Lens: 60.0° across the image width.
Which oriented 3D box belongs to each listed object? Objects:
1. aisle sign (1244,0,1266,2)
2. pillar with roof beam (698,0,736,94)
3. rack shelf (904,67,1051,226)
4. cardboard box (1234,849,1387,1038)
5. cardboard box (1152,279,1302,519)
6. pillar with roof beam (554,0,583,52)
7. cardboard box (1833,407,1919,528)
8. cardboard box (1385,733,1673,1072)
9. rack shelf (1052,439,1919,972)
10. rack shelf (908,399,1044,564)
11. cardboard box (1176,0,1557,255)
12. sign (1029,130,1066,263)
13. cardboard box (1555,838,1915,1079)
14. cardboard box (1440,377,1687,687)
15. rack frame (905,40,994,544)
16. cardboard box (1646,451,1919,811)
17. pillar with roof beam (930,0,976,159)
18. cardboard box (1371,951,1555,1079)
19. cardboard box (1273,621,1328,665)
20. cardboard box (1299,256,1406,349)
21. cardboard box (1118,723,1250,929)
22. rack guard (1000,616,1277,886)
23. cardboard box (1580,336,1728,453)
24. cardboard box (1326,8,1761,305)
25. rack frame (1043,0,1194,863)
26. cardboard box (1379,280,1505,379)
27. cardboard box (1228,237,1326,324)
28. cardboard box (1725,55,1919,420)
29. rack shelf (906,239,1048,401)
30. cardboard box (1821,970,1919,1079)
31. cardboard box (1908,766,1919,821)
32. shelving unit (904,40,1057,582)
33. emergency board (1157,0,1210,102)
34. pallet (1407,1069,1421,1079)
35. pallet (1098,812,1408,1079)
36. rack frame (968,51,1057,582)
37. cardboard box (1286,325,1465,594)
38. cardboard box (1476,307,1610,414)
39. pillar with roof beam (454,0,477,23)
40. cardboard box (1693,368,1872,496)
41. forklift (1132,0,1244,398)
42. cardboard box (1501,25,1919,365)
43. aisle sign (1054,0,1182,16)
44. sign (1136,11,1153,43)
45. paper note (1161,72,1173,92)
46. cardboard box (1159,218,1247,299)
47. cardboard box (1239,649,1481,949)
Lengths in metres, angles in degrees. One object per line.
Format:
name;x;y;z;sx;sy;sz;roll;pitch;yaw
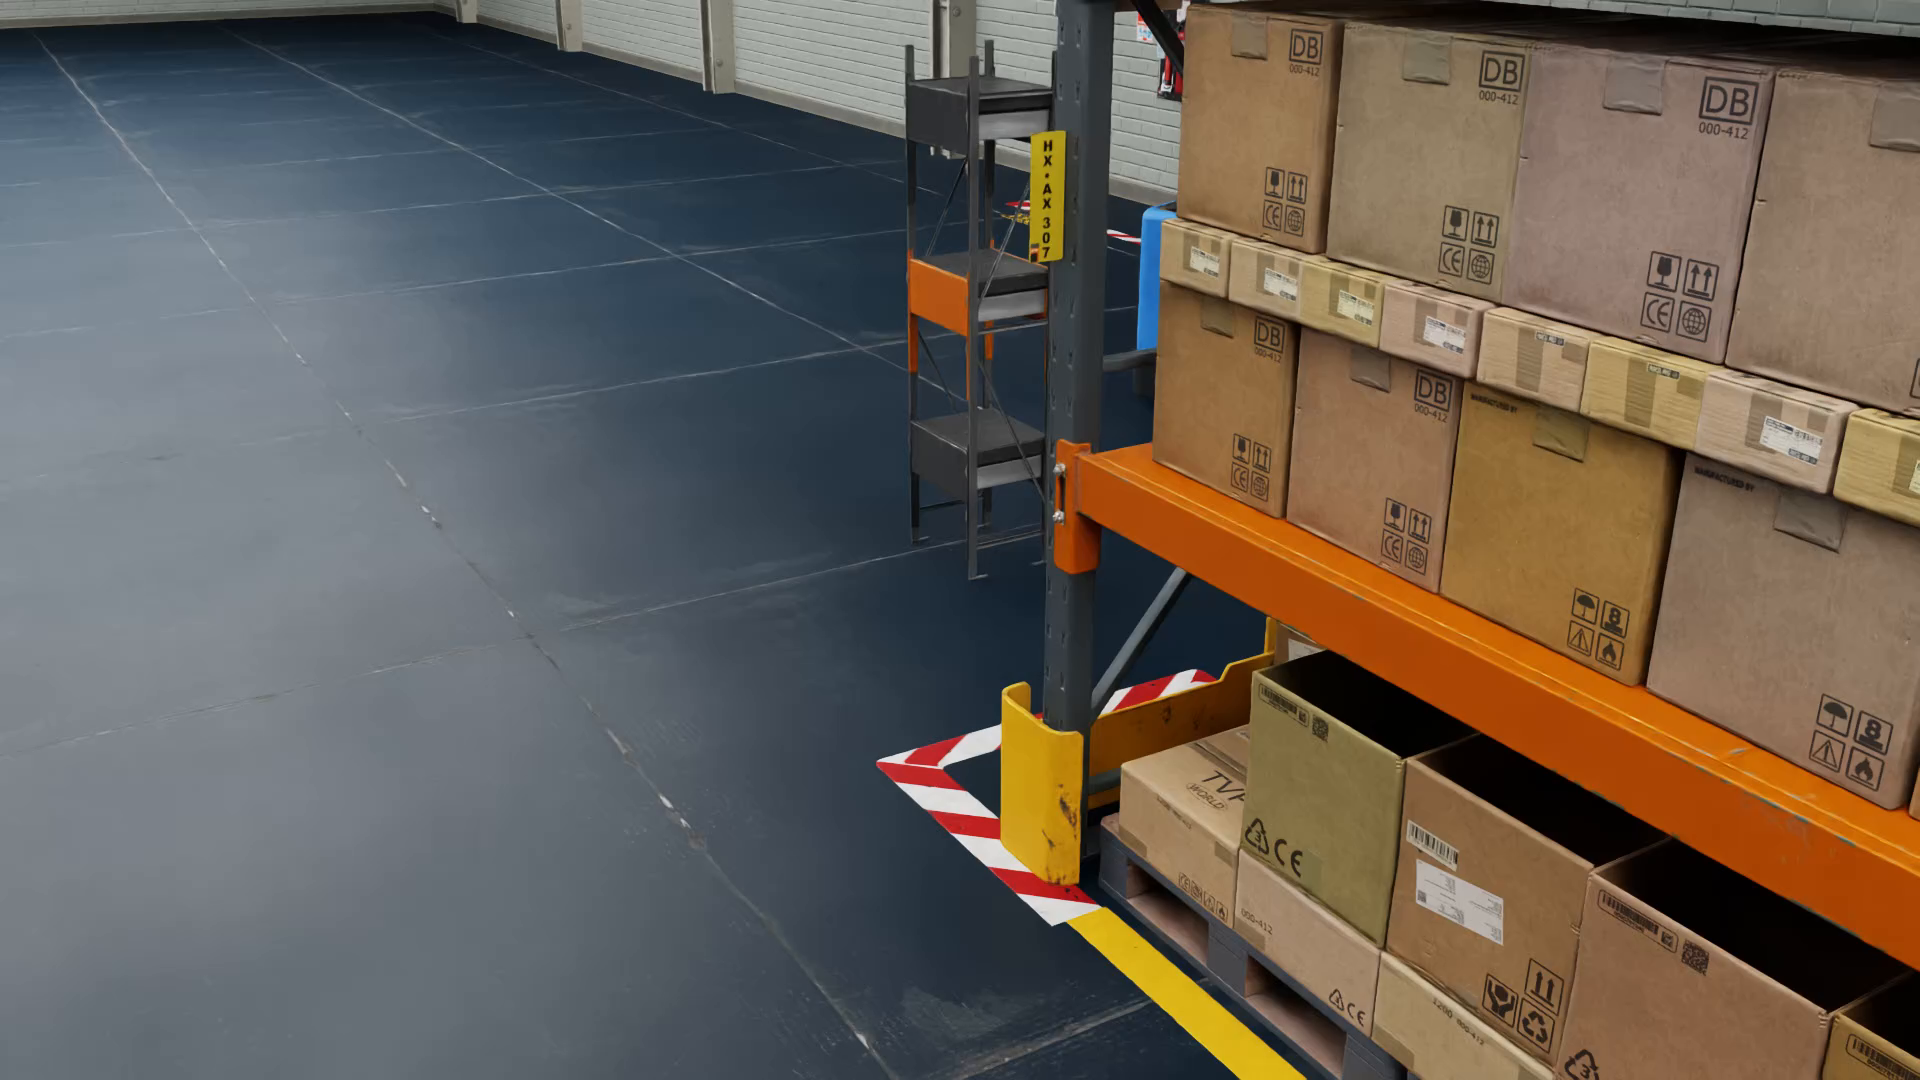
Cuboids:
aisle sign;0.920;-1.816;4.343;0.394;0.787;0.004;-13;25;-28
pillar with roof beam;-6.837;-9.205;18.008;9.100;9.000;0.400;-13;25;-28
rack shelf;0.085;-1.555;6.526;0.431;0.518;0.480;-13;25;-28
cardboard box;1.042;0.923;4.151;0.500;0.250;0.500;-13;25;-28
cardboard box;0.928;-0.426;4.244;0.700;0.500;0.500;-13;25;-28
pillar with roof beam;-9.902;-11.148;22.787;9.100;9.000;0.400;-13;25;-28
cardboard box;1.635;-0.129;2.651;0.380;0.149;0.250;-12;25;-27
cardboard box;1.307;0.735;3.616;0.500;0.500;0.500;-13;25;-28
rack shelf;1.722;0.447;3.183;1.077;0.370;4.000;-13;25;-28
rack shelf;0.085;-0.258;7.053;0.431;0.518;0.480;-13;25;-28
cardboard box;0.955;-1.010;3.958;0.700;0.500;0.500;-13;25;-28
sign;0.221;-0.867;4.205;0.100;0.325;0.005;-13;25;-28
cardboard box;1.547;0.901;3.210;0.500;0.500;0.500;-13;25;-28
cardboard box;1.449;-0.095;3.430;0.700;0.500;0.500;-12;25;-28
rack frame;-0.040;-0.998;6.979;0.400;2.100;0.015;-13;25;-28
cardboard box;1.721;0.074;3.012;0.700;0.500;0.500;-12;25;-27
pillar with roof beam;-3.772;-7.263;13.230;9.100;9.000;0.400;-13;25;-28
cardboard box;1.297;1.085;3.752;0.500;0.250;0.500;-13;25;-28
cardboard box;1.231;0.315;4.652;0.500;0.500;0.500;-13;25;-28
cardboard box;0.980;-0.546;3.677;0.380;0.149;0.250;-12;25;-28
cardboard box;0.783;0.762;4.547;0.500;0.250;0.500;-13;25;-28
rack guard;0.689;0.617;5.131;1.175;0.500;0.348;-13;25;-28
cardboard box;1.376;-0.296;3.061;0.380;0.149;0.250;-13;25;-29
cardboard box;1.229;-0.841;3.541;0.700;0.500;0.500;-13;26;-30
rack frame;0.701;-0.534;4.641;1.000;3.000;0.127;-13;25;-28
cardboard box;1.107;-0.464;3.475;0.380;0.149;0.250;-13;26;-29
cardboard box;0.853;-0.627;3.876;0.380;0.149;0.250;-13;26;-30
cardboard box;1.743;-0.516;2.741;0.700;0.500;0.500;-13;25;-28
rack shelf;0.085;-0.906;6.789;0.431;0.518;0.480;-13;25;-28
cardboard box;1.815;1.060;2.819;0.500;0.500;0.500;-13;25;-28
cardboard box;1.984;0.240;2.605;0.700;0.500;0.500;-12;25;-27
shelving unit;0.085;-0.919;6.784;0.431;2.100;0.503;-13;25;-28
emergency board;1.764;-4.177;13.604;0.194;1.169;0.643;-13;25;-28
pallet;1.747;1.392;3.606;1.003;0.211;1.213;-13;25;-28
pallet;1.127;0.998;4.577;1.003;0.211;1.213;-13;25;-28
rack frame;0.209;-0.840;6.590;0.400;2.100;0.015;-13;25;-28
cardboard box;1.201;-0.257;3.828;0.700;0.500;0.500;-12;25;-27
cardboard box;1.245;-0.378;3.264;0.380;0.149;0.250;-14;26;-30
pillar with roof beam;-12.967;-13.090;27.565;9.100;9.000;0.400;-13;25;-28
cardboard box;1.501;-0.214;2.861;0.380;0.149;0.250;-12;25;-28
forklift;2.255;-2.429;9.395;1.130;2.935;3.031;17;27;35
cardboard box;1.487;-0.678;3.140;0.700;0.500;0.500;-12;25;-28
aisle sign;0.404;-1.700;4.059;0.394;0.787;0.004;-13;25;-28
sign;1.571;-4.392;14.087;0.001;0.329;0.234;-13;25;-28
paper note;1.733;-3.840;13.944;0.016;0.148;0.142;-13;25;-28
cardboard box;0.716;-0.712;4.085;0.380;0.149;0.250;-13;25;-29
cardboard box;1.041;0.576;4.009;0.500;0.500;0.500;-13;25;-28
